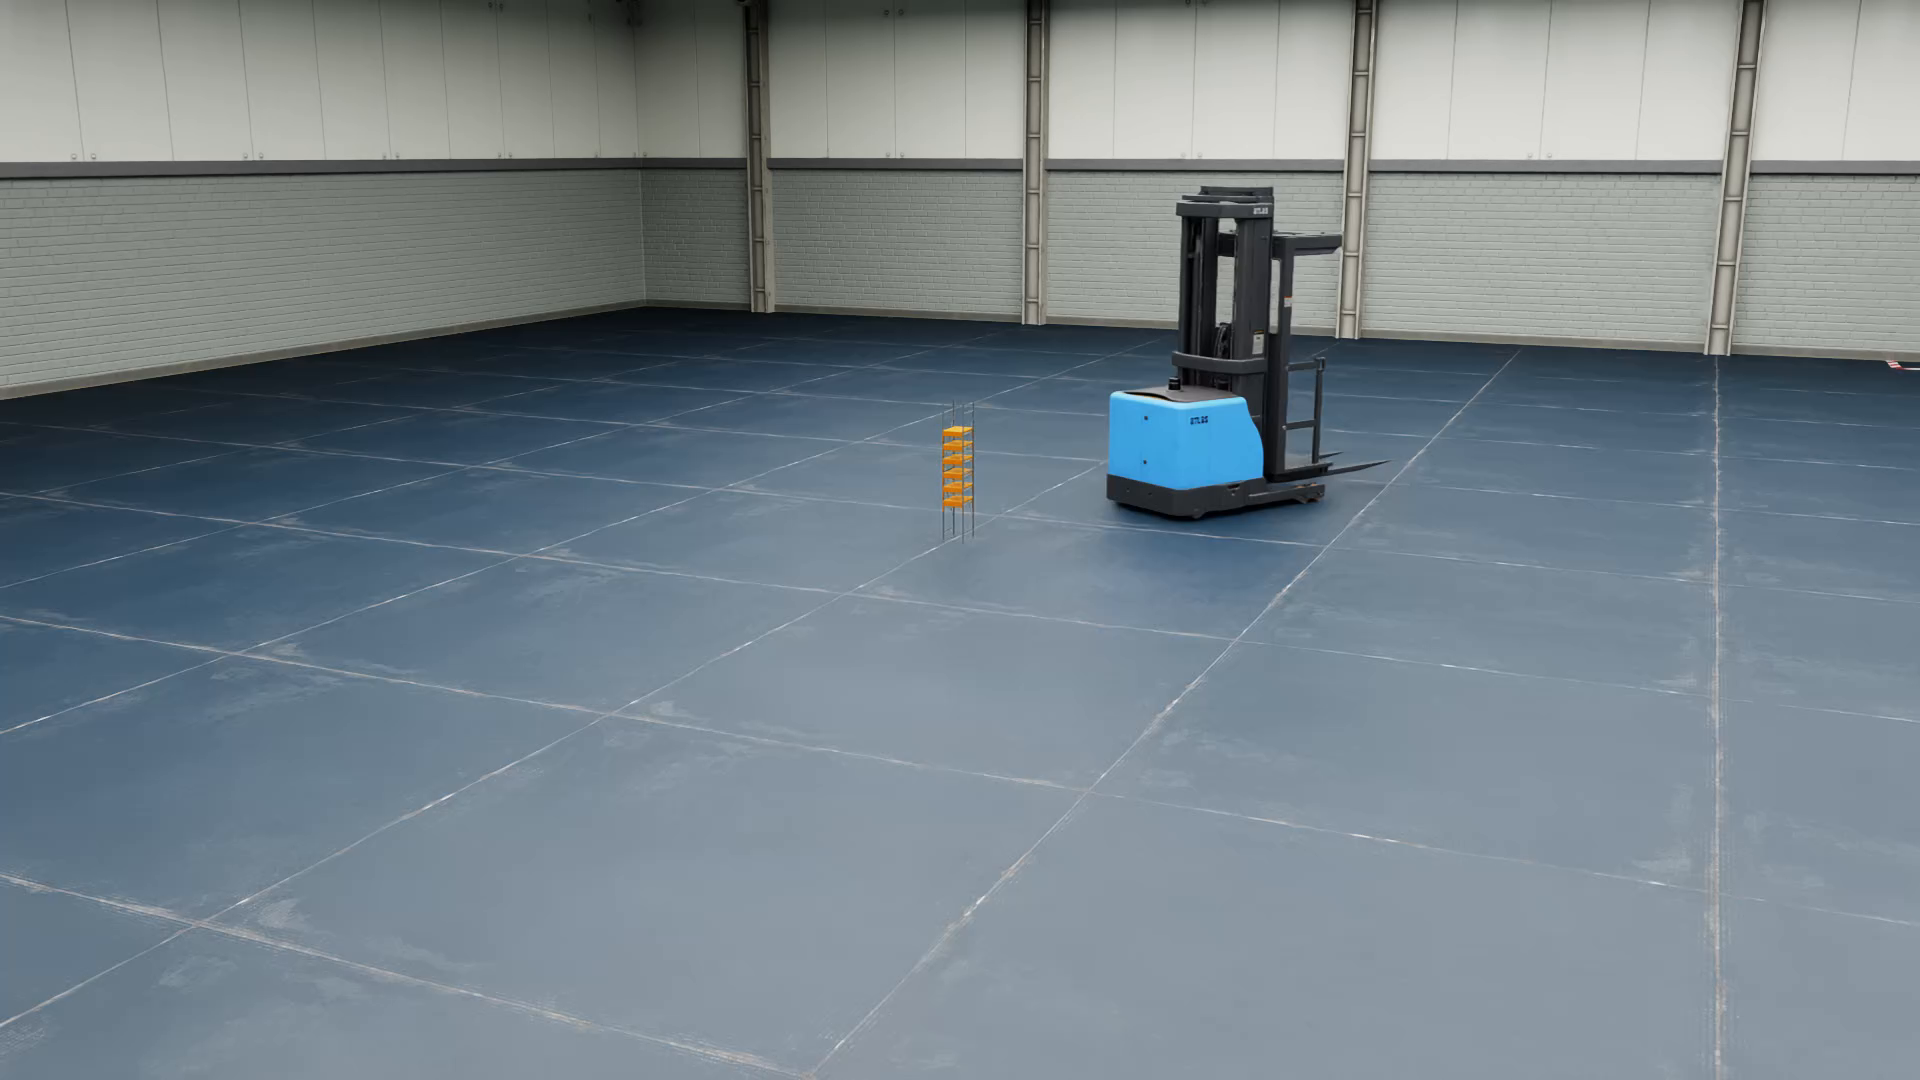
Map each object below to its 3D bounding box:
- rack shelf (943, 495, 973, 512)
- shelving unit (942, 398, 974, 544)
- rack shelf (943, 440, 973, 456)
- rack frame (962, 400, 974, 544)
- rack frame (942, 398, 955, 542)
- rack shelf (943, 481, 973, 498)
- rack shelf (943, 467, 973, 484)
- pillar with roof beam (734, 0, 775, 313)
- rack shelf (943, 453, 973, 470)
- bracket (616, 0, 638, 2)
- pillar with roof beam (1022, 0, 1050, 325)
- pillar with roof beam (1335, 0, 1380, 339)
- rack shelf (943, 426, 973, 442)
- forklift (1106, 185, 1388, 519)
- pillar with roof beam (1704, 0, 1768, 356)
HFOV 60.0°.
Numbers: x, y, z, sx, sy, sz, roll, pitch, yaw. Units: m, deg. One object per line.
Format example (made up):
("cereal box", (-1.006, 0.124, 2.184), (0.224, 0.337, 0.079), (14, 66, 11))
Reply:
("rack shelf", (-0.013, -0.309, 14.188), (0.180, 0.103, 0.258), (6, 14, 23))
("shelving unit", (-0.013, -0.585, 14.123), (0.189, 1.200, 0.258), (6, 14, 23))
("rack shelf", (-0.013, -0.776, 14.079), (0.180, 0.103, 0.258), (6, 14, 23))
("rack frame", (0.070, -0.577, 14.087), (0.006, 1.200, 0.240), (6, 14, 23))
("rack frame", (-0.097, -0.594, 14.160), (0.006, 1.200, 0.240), (6, 14, 23))
("rack shelf", (-0.013, -0.425, 14.161), (0.180, 0.103, 0.258), (6, 14, 23))
("rack shelf", (-0.013, -0.542, 14.134), (0.180, 0.103, 0.258), (6, 14, 23))
("pillar with roof beam", (-5.806, -8.192, 29.468), (0.548, 9.000, 9.100), (6, 14, 23))
("rack shelf", (-0.013, -0.659, 14.106), (0.180, 0.103, 0.258), (6, 14, 23))
("bracket", (-6.753, -11.027, 33.671), (0.430, 0.232, 0.235), (6, 14, 23))
("pillar with roof beam", (-0.321, -7.637, 27.102), (0.400, 9.000, 9.100), (6, 14, 23))
("pillar with roof beam", (5.165, -7.082, 24.736), (0.400, 9.000, 9.100), (6, 14, 23))
("rack shelf", (-0.013, -0.893, 14.051), (0.180, 0.103, 0.258), (6, 14, 23))
("forklift", (2.867, -1.860, 15.768), (3.031, 2.935, 1.130), (-9, 16, -35))
("pillar with roof beam", (10.651, -6.526, 22.370), (0.400, 9.000, 9.100), (6, 14, 23))
